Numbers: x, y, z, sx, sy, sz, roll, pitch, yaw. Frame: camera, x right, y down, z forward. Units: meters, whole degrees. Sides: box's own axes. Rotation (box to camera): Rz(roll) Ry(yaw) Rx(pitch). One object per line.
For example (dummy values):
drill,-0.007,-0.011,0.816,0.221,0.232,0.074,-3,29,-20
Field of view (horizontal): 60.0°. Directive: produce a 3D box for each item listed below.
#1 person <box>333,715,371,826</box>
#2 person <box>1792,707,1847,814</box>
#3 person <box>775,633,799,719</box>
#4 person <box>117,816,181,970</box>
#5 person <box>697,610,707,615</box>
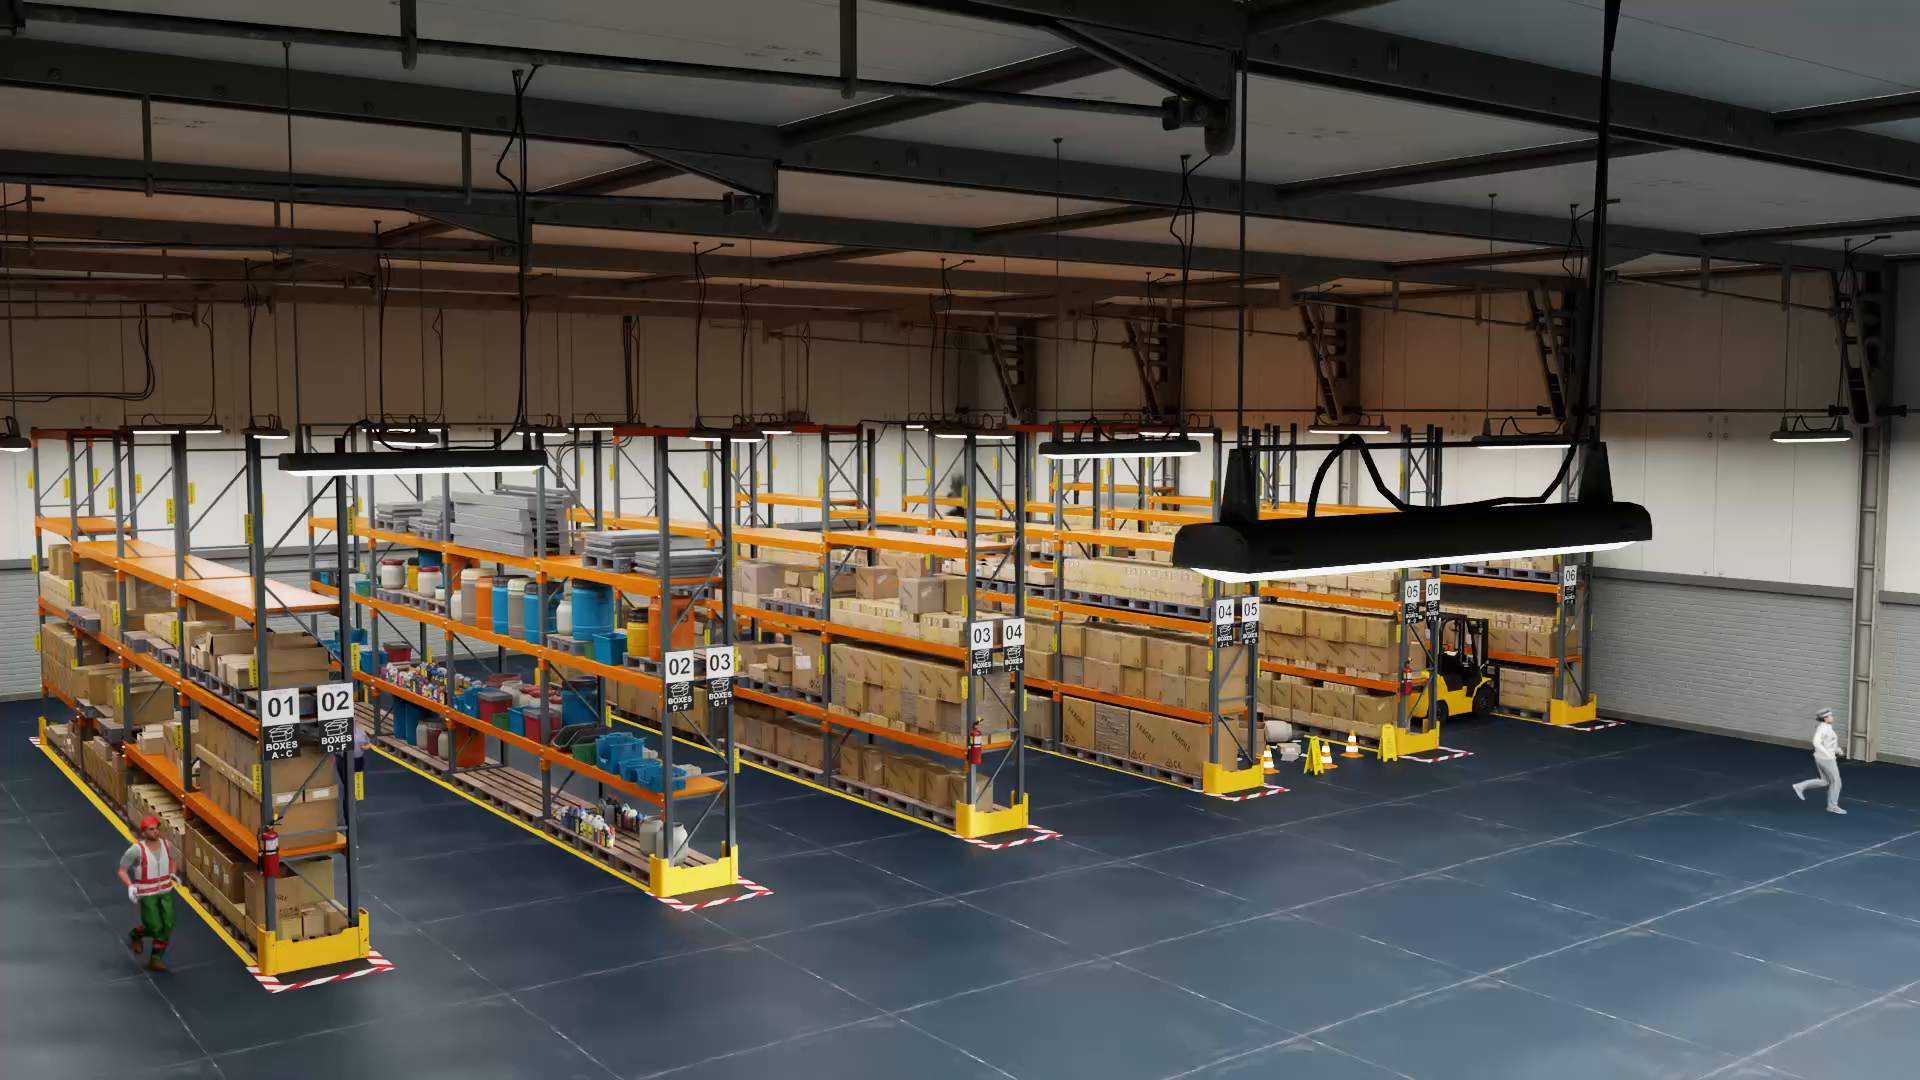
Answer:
person,-9.376,3.504,25.579,0.767,1.710,0.580,4,6,42
person,13.561,3.456,26.178,0.780,1.687,0.618,2,5,21
person,-3.611,2.762,33.669,1.031,1.752,0.711,4,6,45
person,-9.138,3.988,18.828,0.603,1.743,0.656,3,6,36
person,-6.169,2.463,39.015,0.680,1.620,0.535,-1,5,-9
